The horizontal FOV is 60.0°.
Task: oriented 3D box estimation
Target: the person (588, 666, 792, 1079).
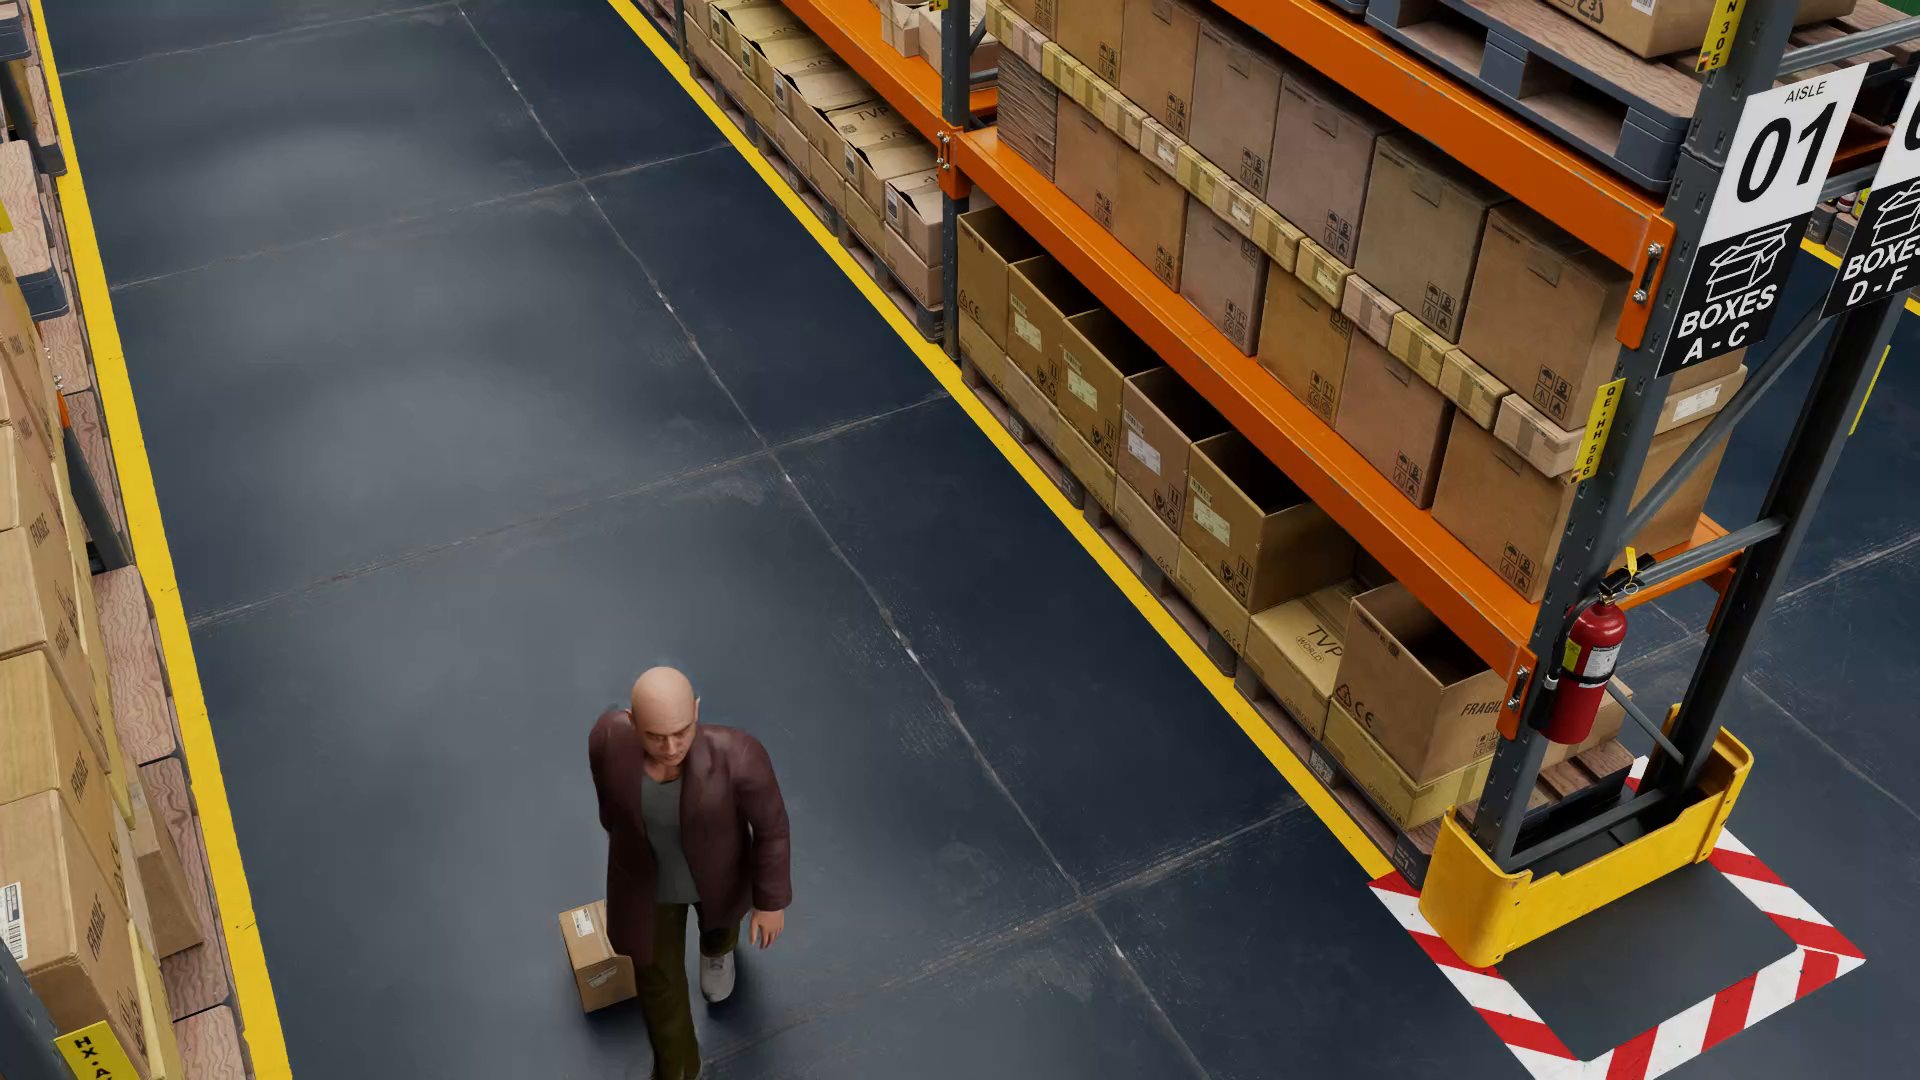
[{"bbox_3d":[-0.797,0.991,5.011,0.608,1.774,0.916,-1,41,-1],"label":"person"}]
